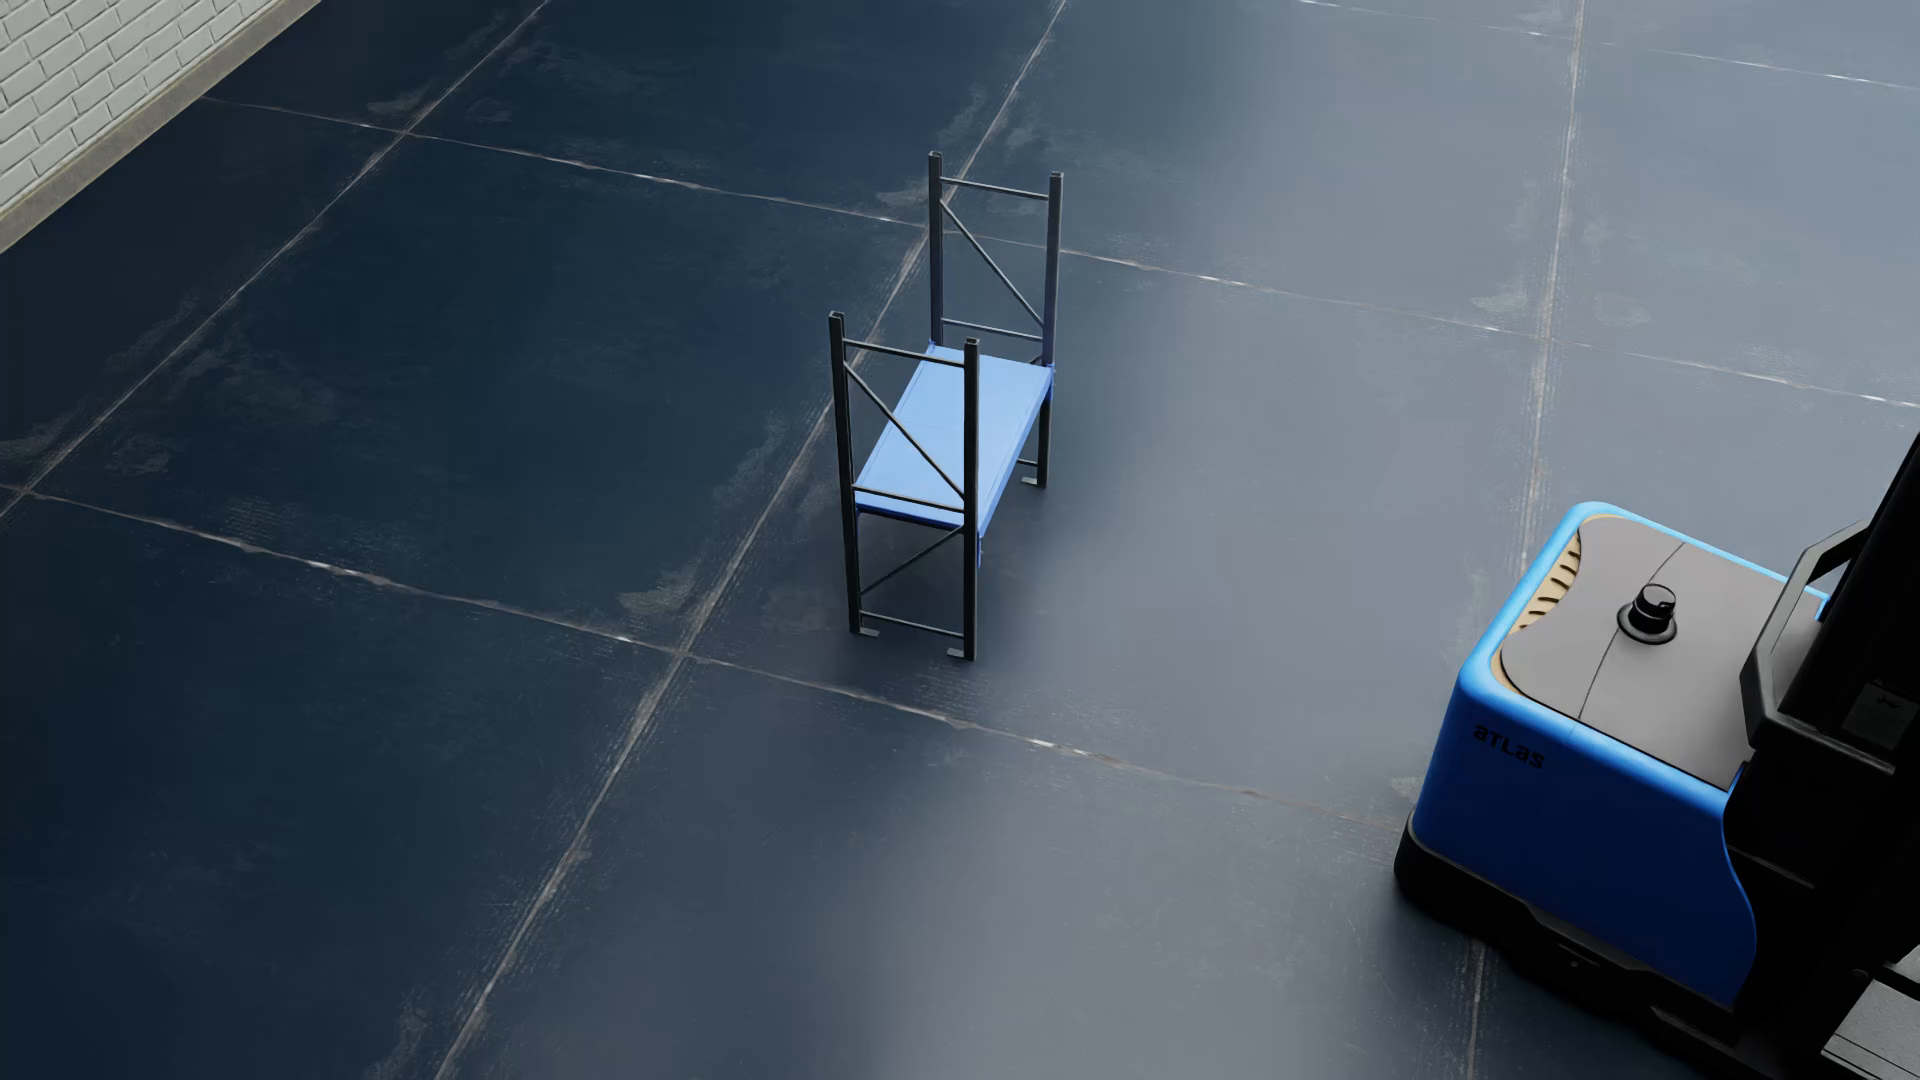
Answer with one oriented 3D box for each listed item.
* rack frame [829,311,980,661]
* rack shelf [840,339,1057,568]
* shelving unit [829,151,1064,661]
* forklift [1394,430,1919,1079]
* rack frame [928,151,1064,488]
[{"bbox_3d":[-0.180,-0.140,5.821,0.500,1.500,0.032,13,46,12],"label":"rack frame"},{"bbox_3d":[-0.026,-0.351,6.293,0.538,0.185,1.000,13,46,12],"label":"rack shelf"},{"bbox_3d":[-0.026,-0.479,6.167,0.538,1.500,1.048,13,46,12],"label":"shelving unit"},{"bbox_3d":[2.931,0.450,4.194,3.031,2.935,1.130,27,50,25],"label":"forklift"},{"bbox_3d":[0.128,-0.818,6.514,0.500,1.500,0.032,13,46,12],"label":"rack frame"}]
